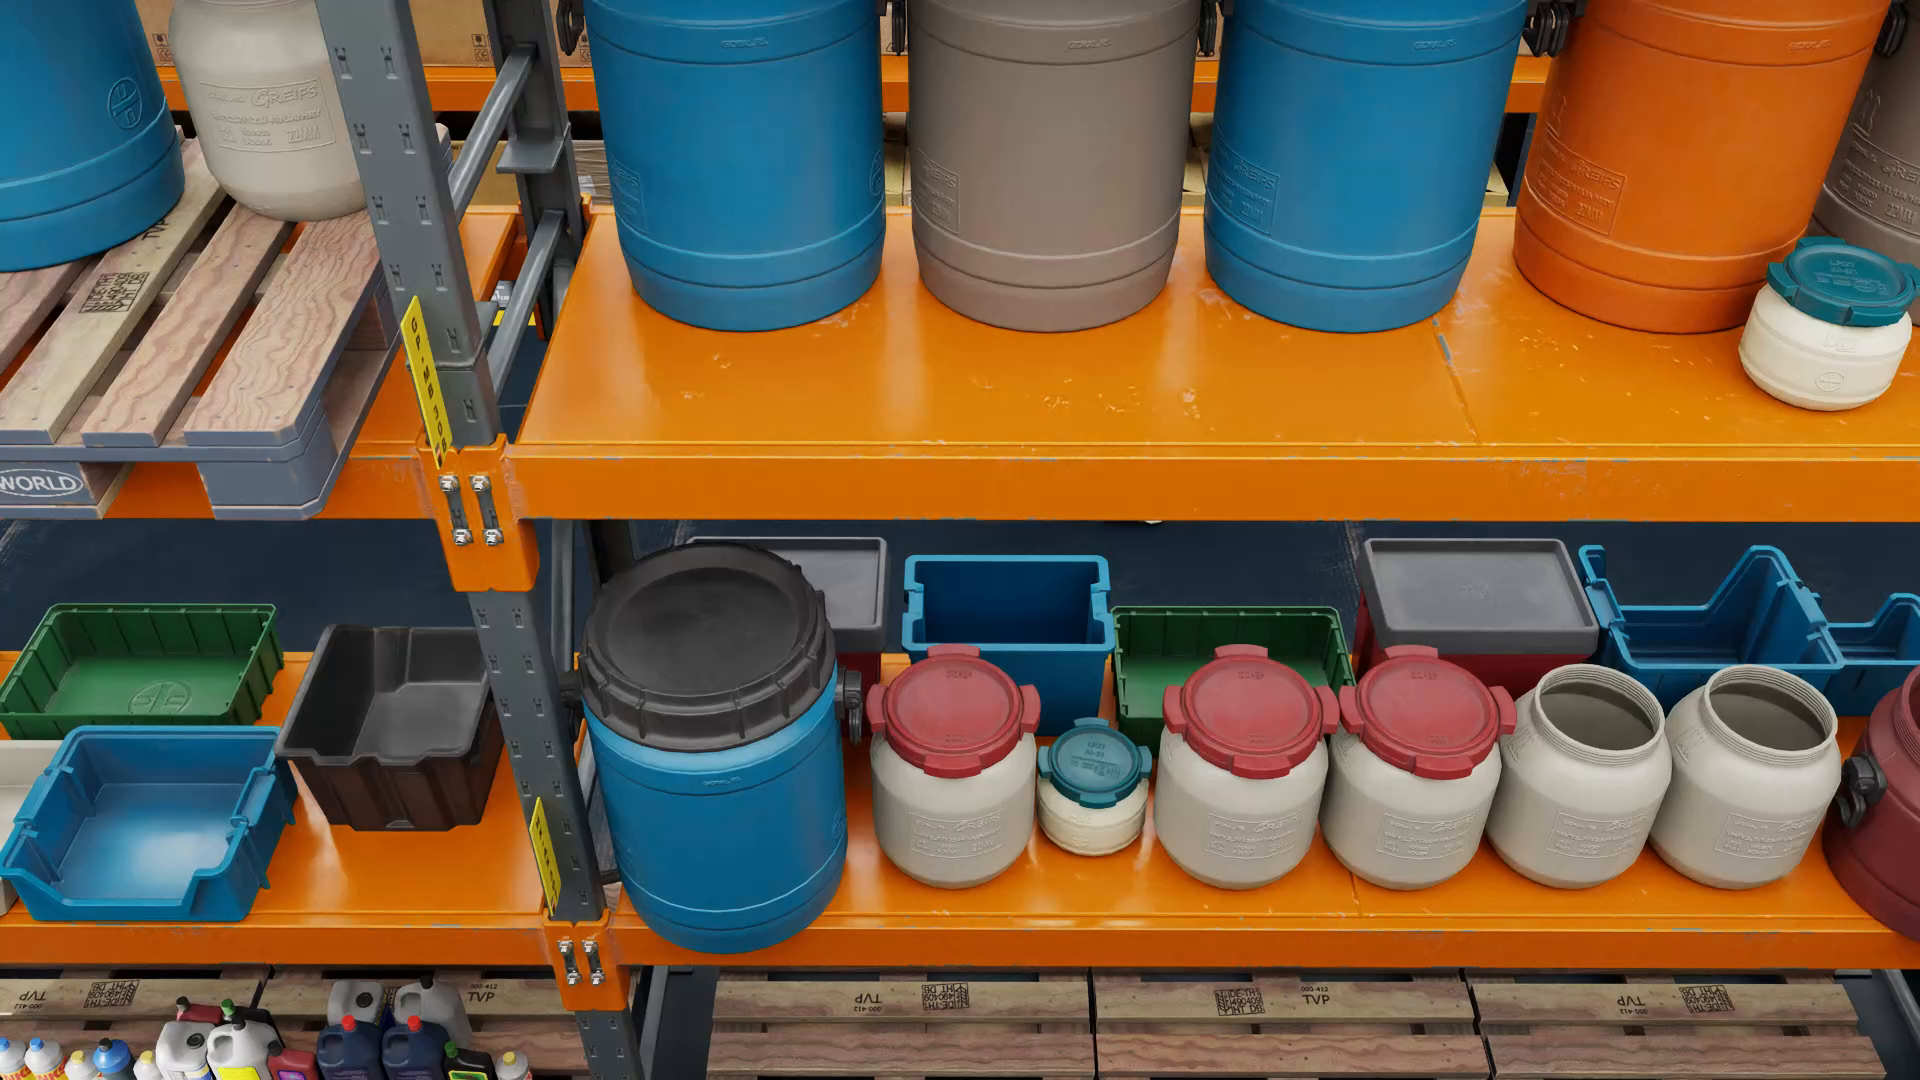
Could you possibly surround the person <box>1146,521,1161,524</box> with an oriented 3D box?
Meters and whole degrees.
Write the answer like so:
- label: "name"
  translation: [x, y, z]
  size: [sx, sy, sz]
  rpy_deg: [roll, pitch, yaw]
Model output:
- label: "person"
  translation: [0.723, -0.739, 7.040]
  size: [0.485, 1.593, 0.374]
  rpy_deg: [-2, 40, -3]
